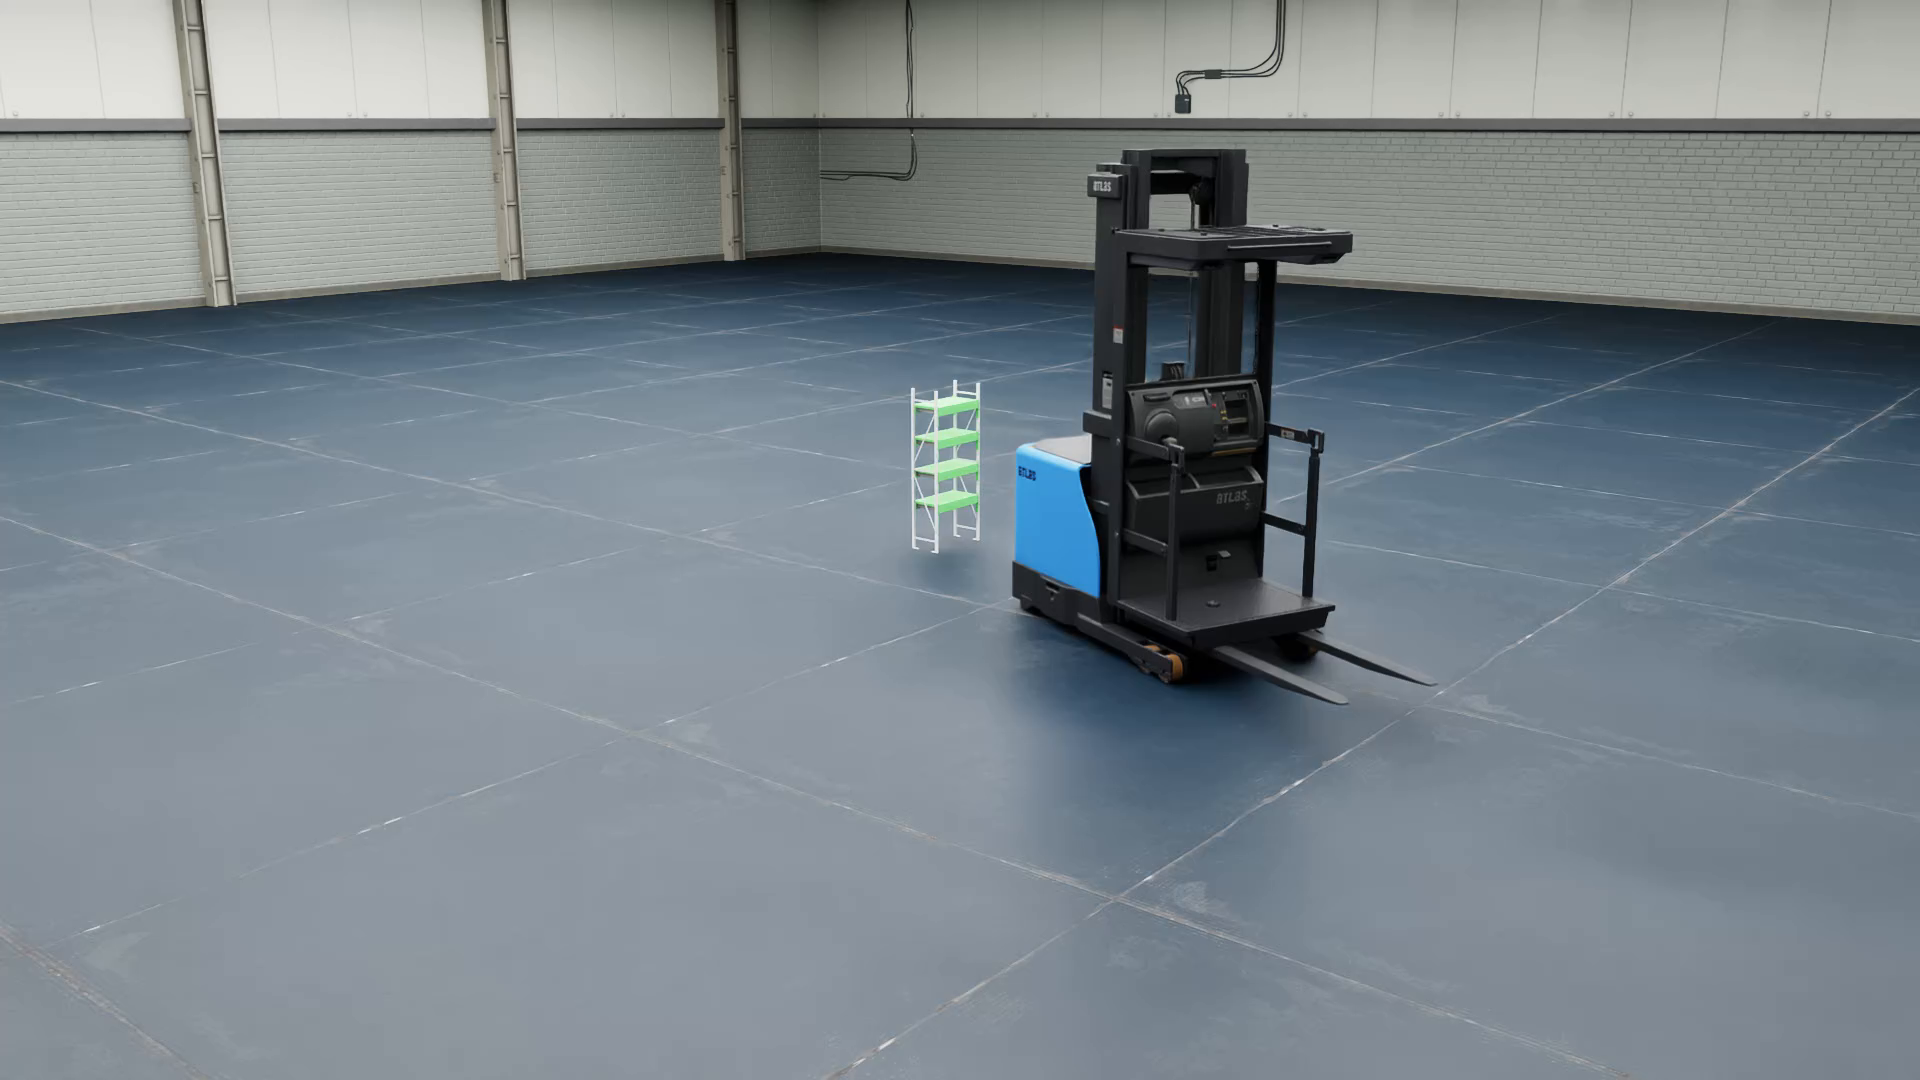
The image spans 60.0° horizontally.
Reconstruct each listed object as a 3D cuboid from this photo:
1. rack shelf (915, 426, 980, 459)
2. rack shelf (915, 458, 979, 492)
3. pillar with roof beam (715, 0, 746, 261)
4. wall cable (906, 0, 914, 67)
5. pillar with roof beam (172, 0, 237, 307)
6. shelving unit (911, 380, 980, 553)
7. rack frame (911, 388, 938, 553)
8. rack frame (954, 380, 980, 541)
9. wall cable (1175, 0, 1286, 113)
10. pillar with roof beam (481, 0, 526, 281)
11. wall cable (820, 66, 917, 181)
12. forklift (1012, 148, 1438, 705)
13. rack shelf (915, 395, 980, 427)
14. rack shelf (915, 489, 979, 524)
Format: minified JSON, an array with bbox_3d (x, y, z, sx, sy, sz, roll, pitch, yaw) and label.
[{"bbox_3d":[-0.104,-0.721,12.307,0.258,0.148,0.480,11,18,38],"label":"rack shelf"},{"bbox_3d":[-0.104,-0.488,12.366,0.258,0.148,0.480,11,18,38],"label":"rack shelf"},{"bbox_3d":[-1.730,-10.005,33.732,9.100,9.000,0.400,11,18,38],"label":"pillar with roof beam"},{"bbox_3d":[-0.094,-11.555,35.882,3.097,2.526,0.112,11,18,38],"label":"wall cable"},{"bbox_3d":[-9.272,-7.707,24.685,9.100,9.000,0.400,11,18,38],"label":"pillar with roof beam"},{"bbox_3d":[-0.104,-0.550,12.350,0.258,1.200,0.503,11,18,38],"label":"shelving unit"},{"bbox_3d":[-0.257,-0.503,12.166,0.240,1.200,0.015,11,18,38],"label":"rack frame"},{"bbox_3d":[0.049,-0.597,12.534,0.240,1.200,0.015,11,18,38],"label":"rack frame"},{"bbox_3d":[5.176,-11.207,31.556,2.305,6.003,0.169,11,18,38],"label":"wall cable"},{"bbox_3d":[-5.501,-8.856,29.208,9.100,9.000,0.400,11,18,38],"label":"pillar with roof beam"},{"bbox_3d":[-2.198,-9.526,38.152,3.097,2.526,0.112,11,18,38],"label":"wall cable"},{"bbox_3d":[1.495,-0.736,9.569,1.130,2.935,3.031,-8,16,-28],"label":"forklift"},{"bbox_3d":[-0.104,-0.953,12.248,0.258,0.148,0.480,11,18,38],"label":"rack shelf"},{"bbox_3d":[-0.104,-0.255,12.425,0.258,0.148,0.480,11,18,38],"label":"rack shelf"}]
